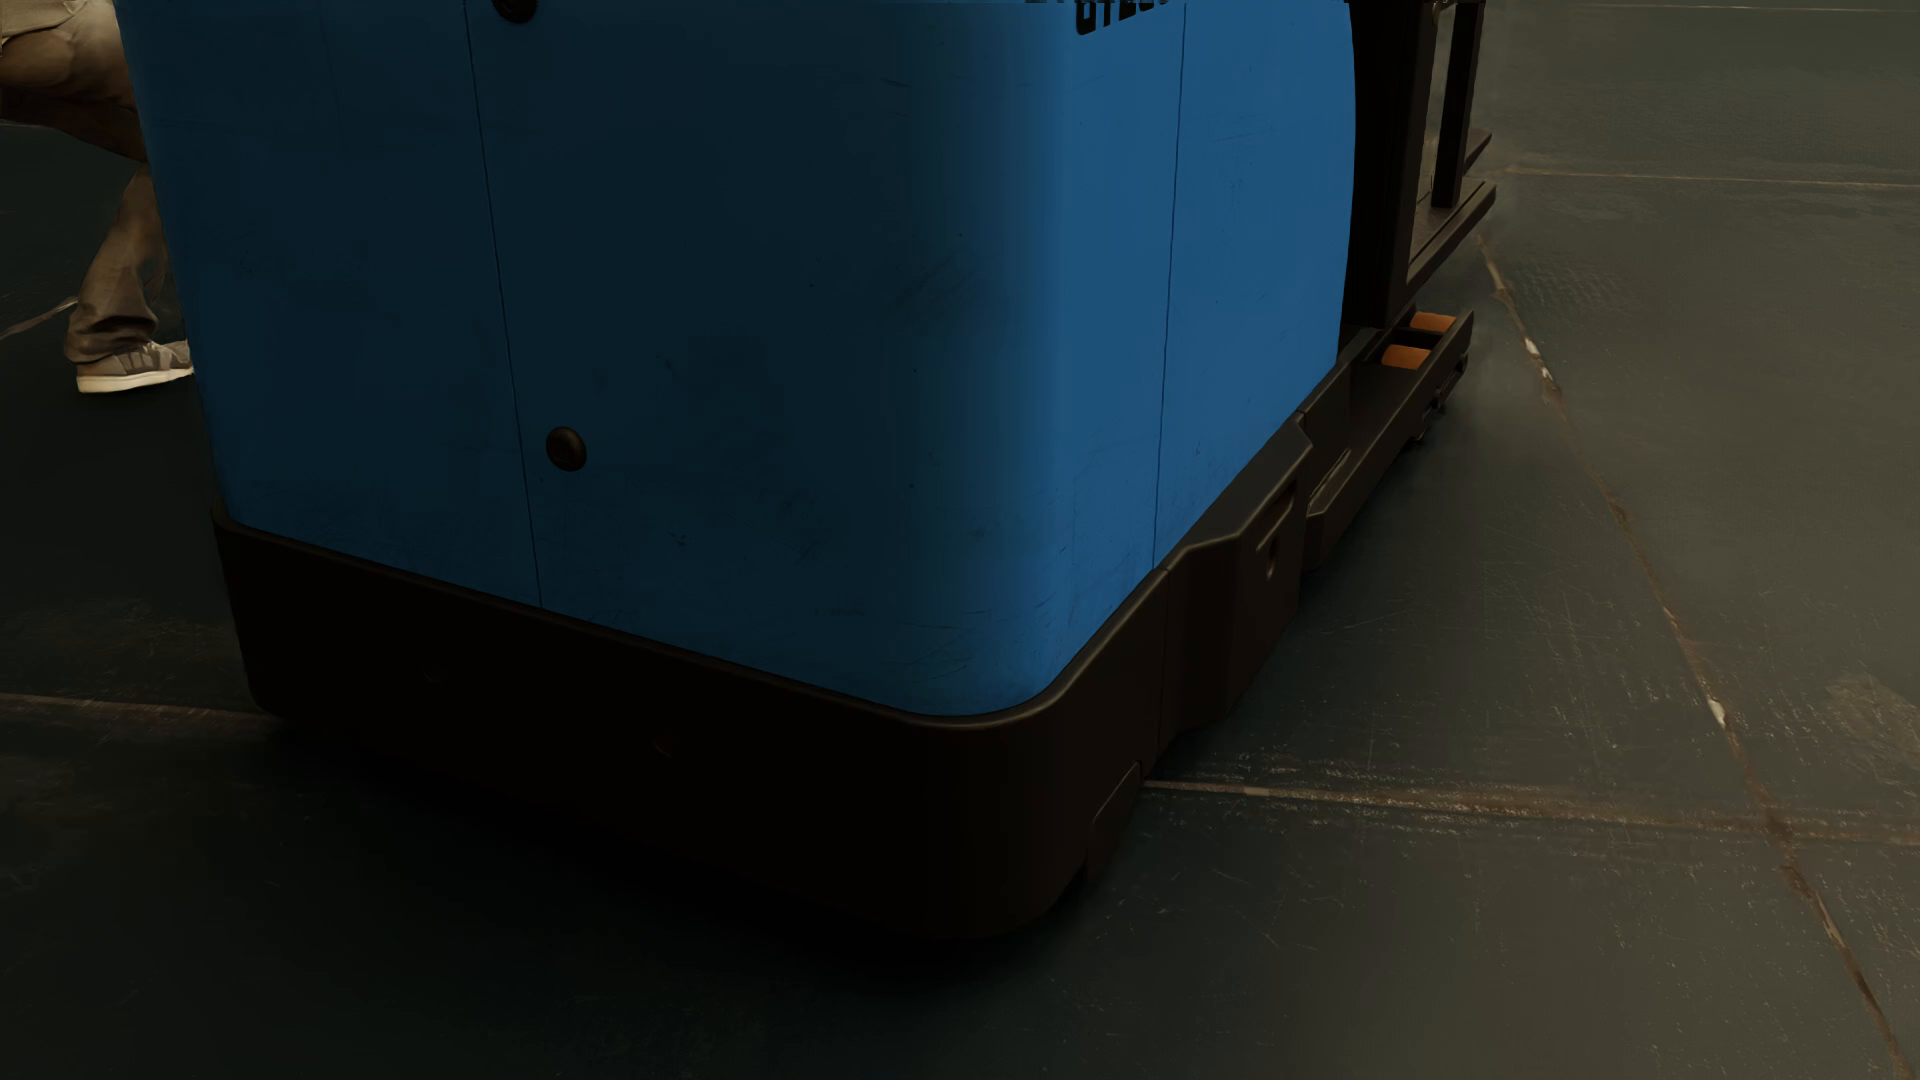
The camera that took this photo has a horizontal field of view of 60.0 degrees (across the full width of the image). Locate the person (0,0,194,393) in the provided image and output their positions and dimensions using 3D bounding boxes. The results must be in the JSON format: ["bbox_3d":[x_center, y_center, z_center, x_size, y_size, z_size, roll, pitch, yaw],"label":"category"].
[{"bbox_3d":[-1.409,-0.948,2.913,1.208,1.361,0.766,13,29,24],"label":"person"}]

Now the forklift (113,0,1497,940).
[{"bbox_3d":[0.269,-1.559,2.341,1.130,2.935,3.031,13,29,24],"label":"forklift"}]
